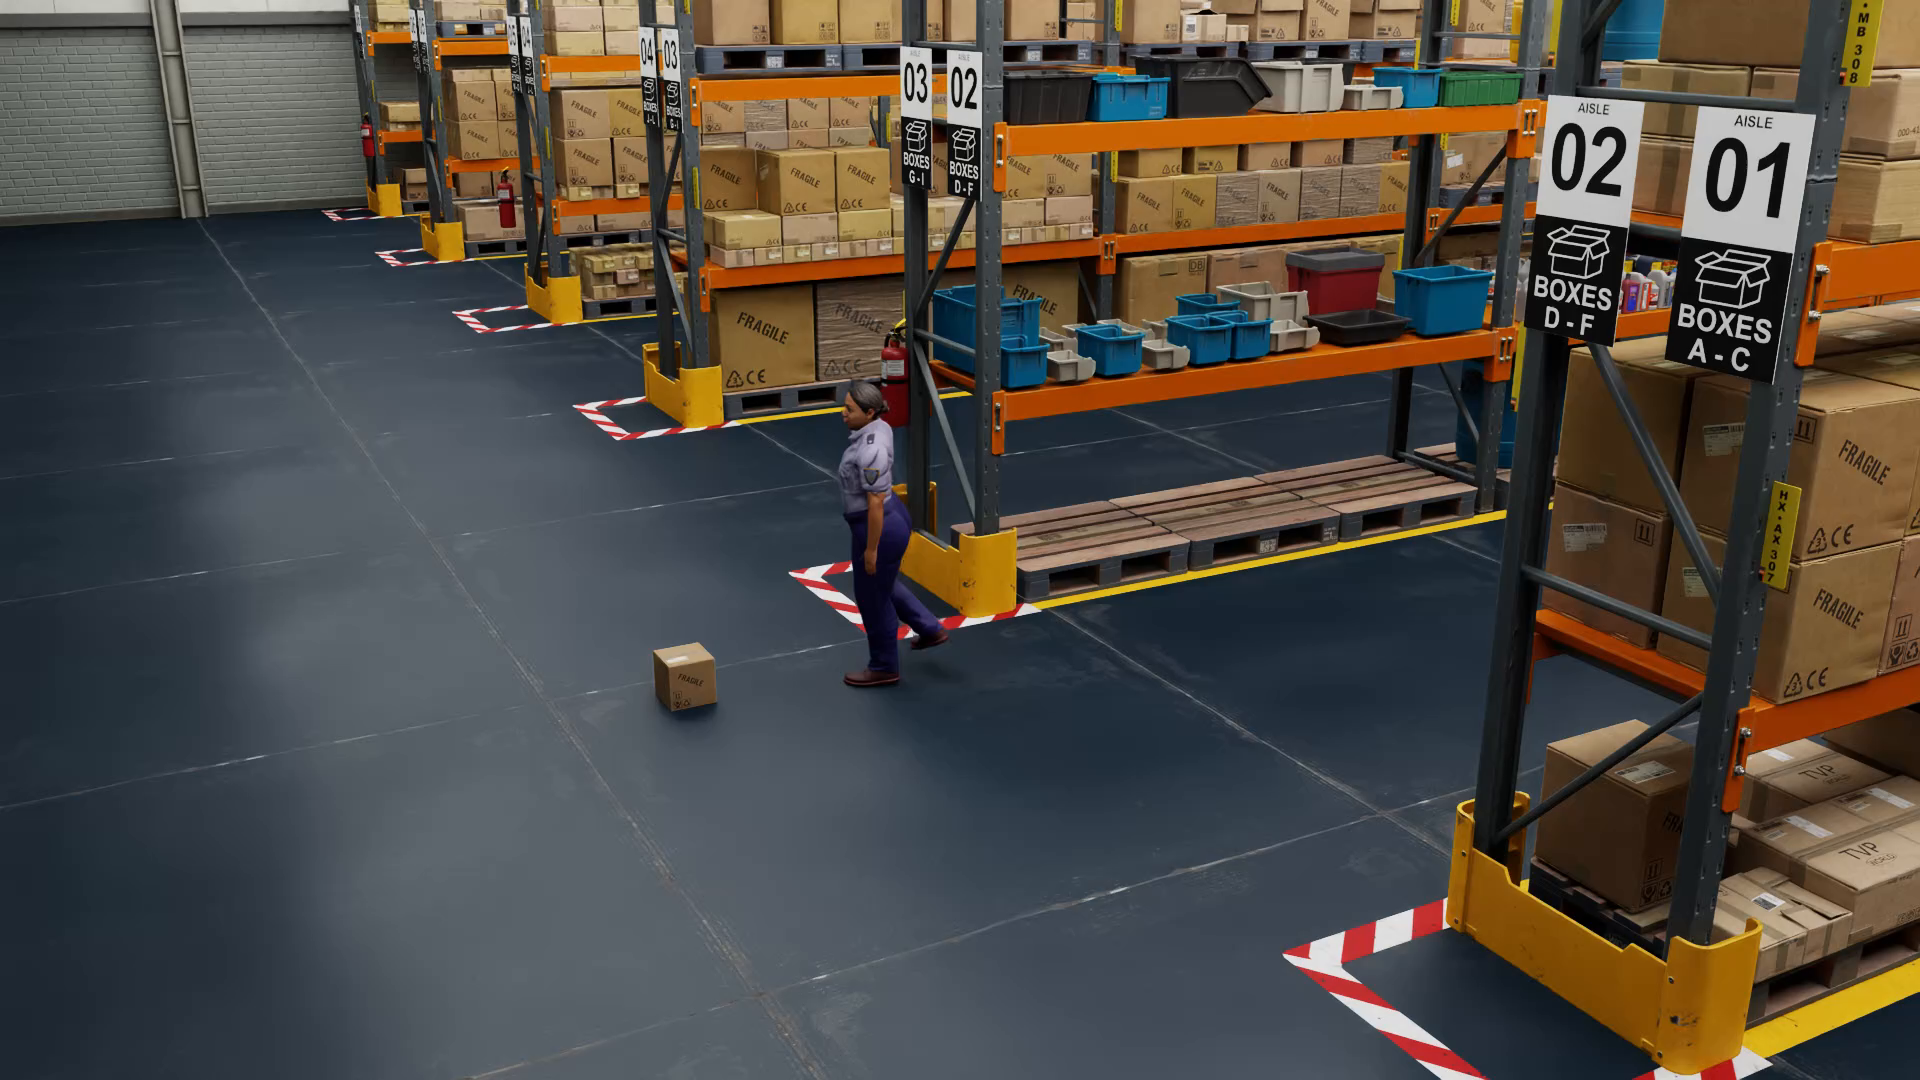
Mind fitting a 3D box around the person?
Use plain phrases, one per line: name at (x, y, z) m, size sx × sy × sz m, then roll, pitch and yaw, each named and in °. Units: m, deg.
person at (-0.343, -0.035, 8.678) m, size 0.557 × 1.646 × 0.553 m, roll 1°, pitch 19°, yaw 4°
